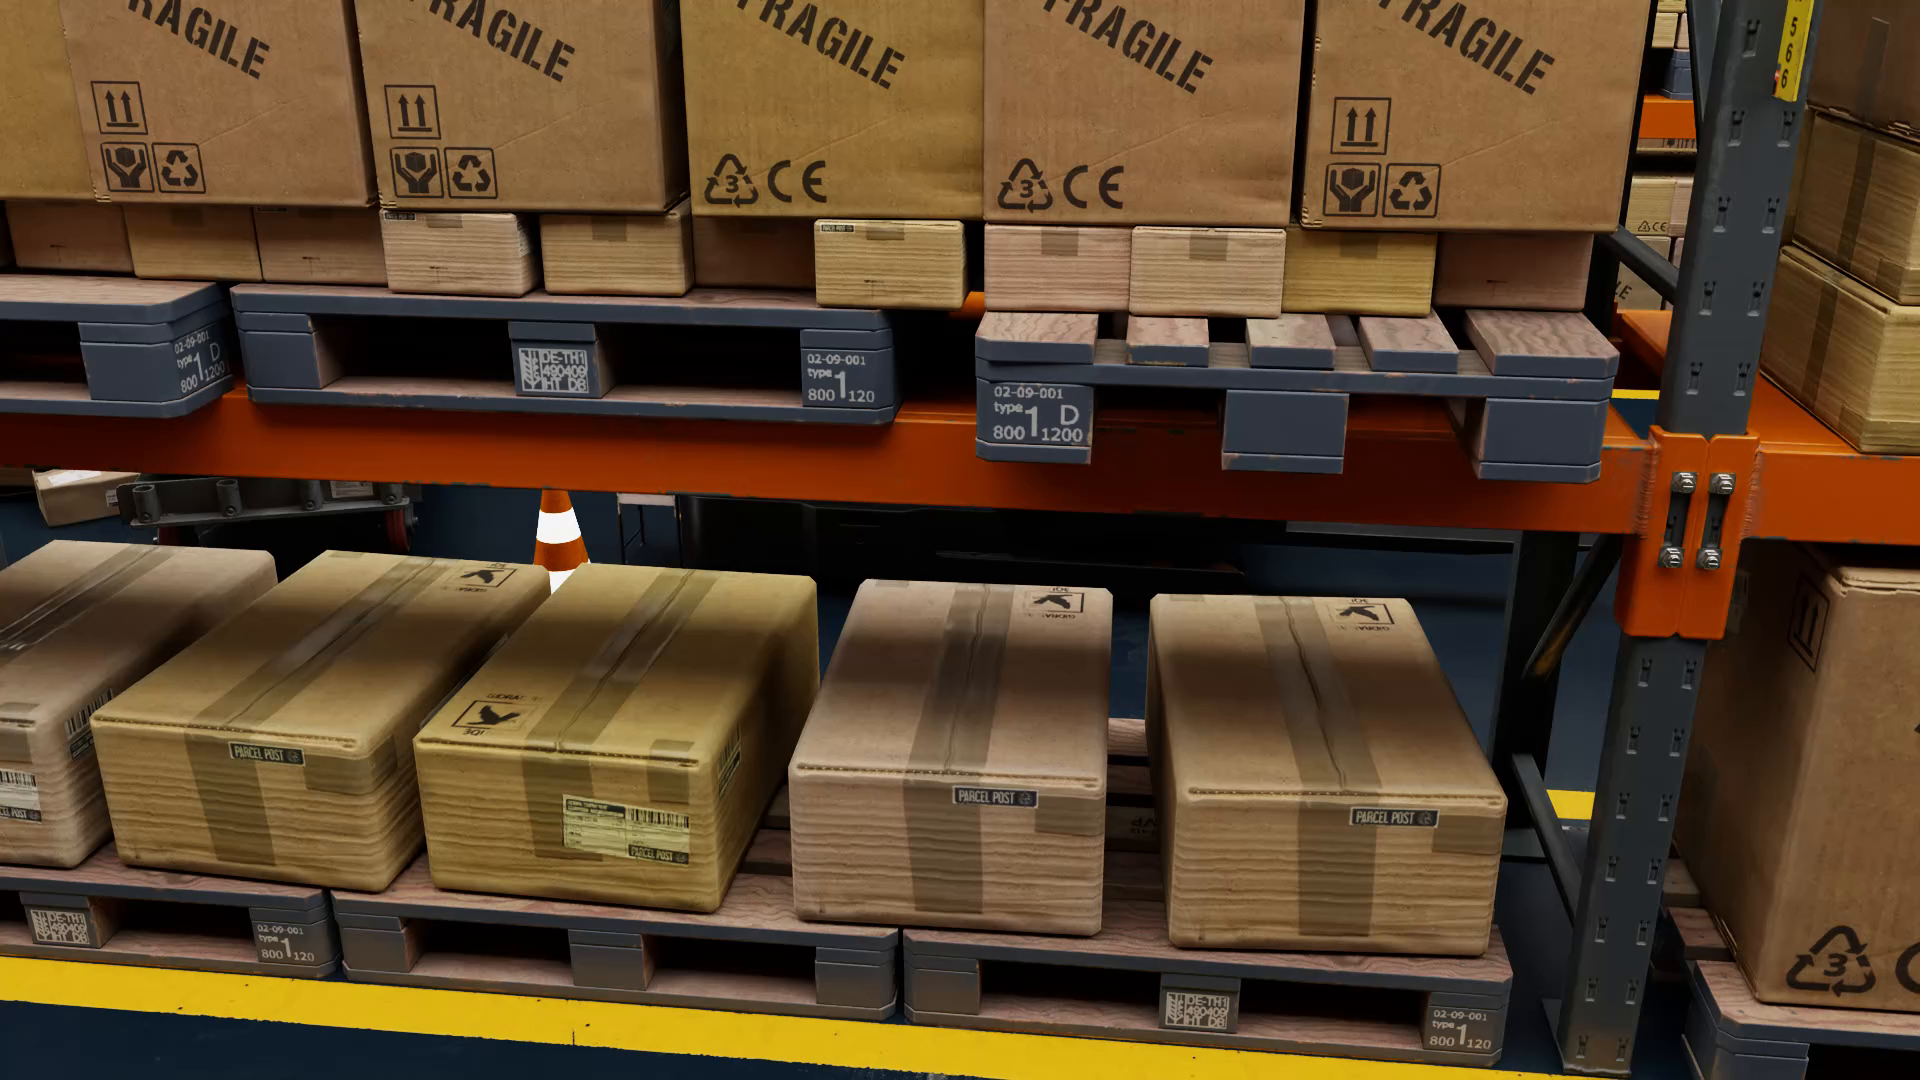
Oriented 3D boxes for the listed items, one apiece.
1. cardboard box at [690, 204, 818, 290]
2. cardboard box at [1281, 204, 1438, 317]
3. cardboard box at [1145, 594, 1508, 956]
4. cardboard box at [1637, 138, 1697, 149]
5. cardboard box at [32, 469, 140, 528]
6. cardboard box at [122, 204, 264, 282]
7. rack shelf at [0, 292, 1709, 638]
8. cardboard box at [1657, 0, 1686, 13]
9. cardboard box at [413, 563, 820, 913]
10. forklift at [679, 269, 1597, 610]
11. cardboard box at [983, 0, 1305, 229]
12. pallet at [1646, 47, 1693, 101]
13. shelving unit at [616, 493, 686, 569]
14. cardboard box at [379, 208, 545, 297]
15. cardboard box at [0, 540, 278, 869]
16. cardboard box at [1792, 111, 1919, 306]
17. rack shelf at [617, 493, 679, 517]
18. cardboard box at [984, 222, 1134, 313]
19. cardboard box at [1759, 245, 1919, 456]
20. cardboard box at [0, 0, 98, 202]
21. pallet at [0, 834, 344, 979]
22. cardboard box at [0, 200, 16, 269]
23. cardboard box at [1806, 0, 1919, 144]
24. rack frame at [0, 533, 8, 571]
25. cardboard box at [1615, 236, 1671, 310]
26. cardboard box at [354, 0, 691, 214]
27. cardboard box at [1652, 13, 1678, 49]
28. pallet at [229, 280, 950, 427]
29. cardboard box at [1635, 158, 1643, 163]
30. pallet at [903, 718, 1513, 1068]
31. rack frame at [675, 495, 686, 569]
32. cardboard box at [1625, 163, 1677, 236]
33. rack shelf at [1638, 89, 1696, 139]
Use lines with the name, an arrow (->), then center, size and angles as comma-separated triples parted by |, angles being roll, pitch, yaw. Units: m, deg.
cardboard box -> -0.331, -0.586, 3.112 | 0.250, 0.149, 0.380 | 3, 22, 7
cardboard box -> 0.683, -0.514, 2.930 | 0.250, 0.149, 0.380 | 3, 22, 7
cardboard box -> 0.751, 0.477, 3.657 | 0.625, 0.372, 0.950 | 1, 22, 3
cardboard box -> 4.924, -3.233, 12.356 | 0.875, 0.875, 1.225 | 2, 22, 4
cardboard box -> -3.218, -0.242, 6.192 | 0.396, 0.266, 0.258 | -14, 25, -31
cardboard box -> -1.362, -0.609, 3.172 | 0.250, 0.149, 0.380 | 3, 22, 7
rack shelf -> -0.675, -0.274, 3.531 | 4.000, 0.370, 1.077 | 2, 22, 6
cardboard box -> 3.035, -2.424, 7.357 | 0.250, 0.149, 0.380 | 3, 22, 7
cardboard box -> -0.735, 0.413, 3.819 | 0.625, 0.372, 0.950 | 3, 22, 8
forklift -> 0.624, -1.331, 5.320 | 3.031, 2.935, 1.130 | 3, 22, 7
cardboard box -> 0.312, -0.839, 2.869 | 0.500, 0.500, 0.500 | 2, 22, 5
pallet -> 3.764, -2.174, 7.619 | 1.213, 0.211, 1.003 | 2, 22, 6
shelving unit -> -1.038, -0.361, 5.630 | 0.210, 0.900, 0.258 | 3, 22, 7
cardboard box -> -0.858, -0.568, 3.066 | 0.250, 0.149, 0.380 | 3, 22, 8
cardboard box -> -2.140, 0.354, 3.969 | 0.625, 0.372, 0.950 | 3, 22, 7
cardboard box -> 1.785, -0.573, 2.832 | 0.500, 0.250, 0.500 | 2, 22, 6
rack shelf -> -1.038, -0.163, 5.708 | 0.200, 0.077, 0.258 | 3, 22, 7
cardboard box -> 0.179, -0.522, 2.951 | 0.250, 0.149, 0.380 | 1, 22, 4
cardboard box -> 1.767, -0.339, 2.922 | 0.500, 0.250, 0.500 | 2, 22, 5
cardboard box -> -1.732, -0.929, 3.097 | 0.500, 0.500, 0.500 | 3, 22, 6
pallet -> -1.888, 0.635, 4.047 | 1.213, 0.211, 1.003 | 2, 22, 6
cardboard box -> -1.903, -0.620, 3.199 | 0.250, 0.149, 0.380 | 3, 22, 7
cardboard box -> 1.772, -0.923, 2.698 | 0.500, 0.500, 0.500 | 2, 22, 5
rack frame -> -2.661, -0.695, 3.618 | 0.127, 3.000, 1.000 | 2, 22, 6
cardboard box -> 2.965, -1.222, 7.780 | 0.500, 0.500, 0.500 | 3, 22, 7
cardboard box -> -0.731, -0.884, 2.984 | 0.500, 0.500, 0.500 | 2, 22, 4
cardboard box -> 3.016, -2.285, 7.409 | 0.250, 0.149, 0.380 | 3, 22, 9
pallet -> -0.660, -0.503, 3.394 | 1.213, 0.211, 1.003 | 2, 22, 6
cardboard box -> 3.006, -1.763, 8.129 | 0.500, 0.250, 0.500 | 3, 22, 7
pallet -> 0.535, 0.740, 3.780 | 1.213, 0.211, 1.003 | 2, 22, 6
rack frame -> -0.938, -0.356, 5.617 | 0.006, 0.900, 0.240 | 3, 22, 7
cardboard box -> 2.953, -1.575, 7.653 | 0.500, 0.250, 0.500 | 2, 22, 6
rack shelf -> 3.779, -1.912, 7.676 | 4.000, 0.370, 1.077 | 2, 22, 6
